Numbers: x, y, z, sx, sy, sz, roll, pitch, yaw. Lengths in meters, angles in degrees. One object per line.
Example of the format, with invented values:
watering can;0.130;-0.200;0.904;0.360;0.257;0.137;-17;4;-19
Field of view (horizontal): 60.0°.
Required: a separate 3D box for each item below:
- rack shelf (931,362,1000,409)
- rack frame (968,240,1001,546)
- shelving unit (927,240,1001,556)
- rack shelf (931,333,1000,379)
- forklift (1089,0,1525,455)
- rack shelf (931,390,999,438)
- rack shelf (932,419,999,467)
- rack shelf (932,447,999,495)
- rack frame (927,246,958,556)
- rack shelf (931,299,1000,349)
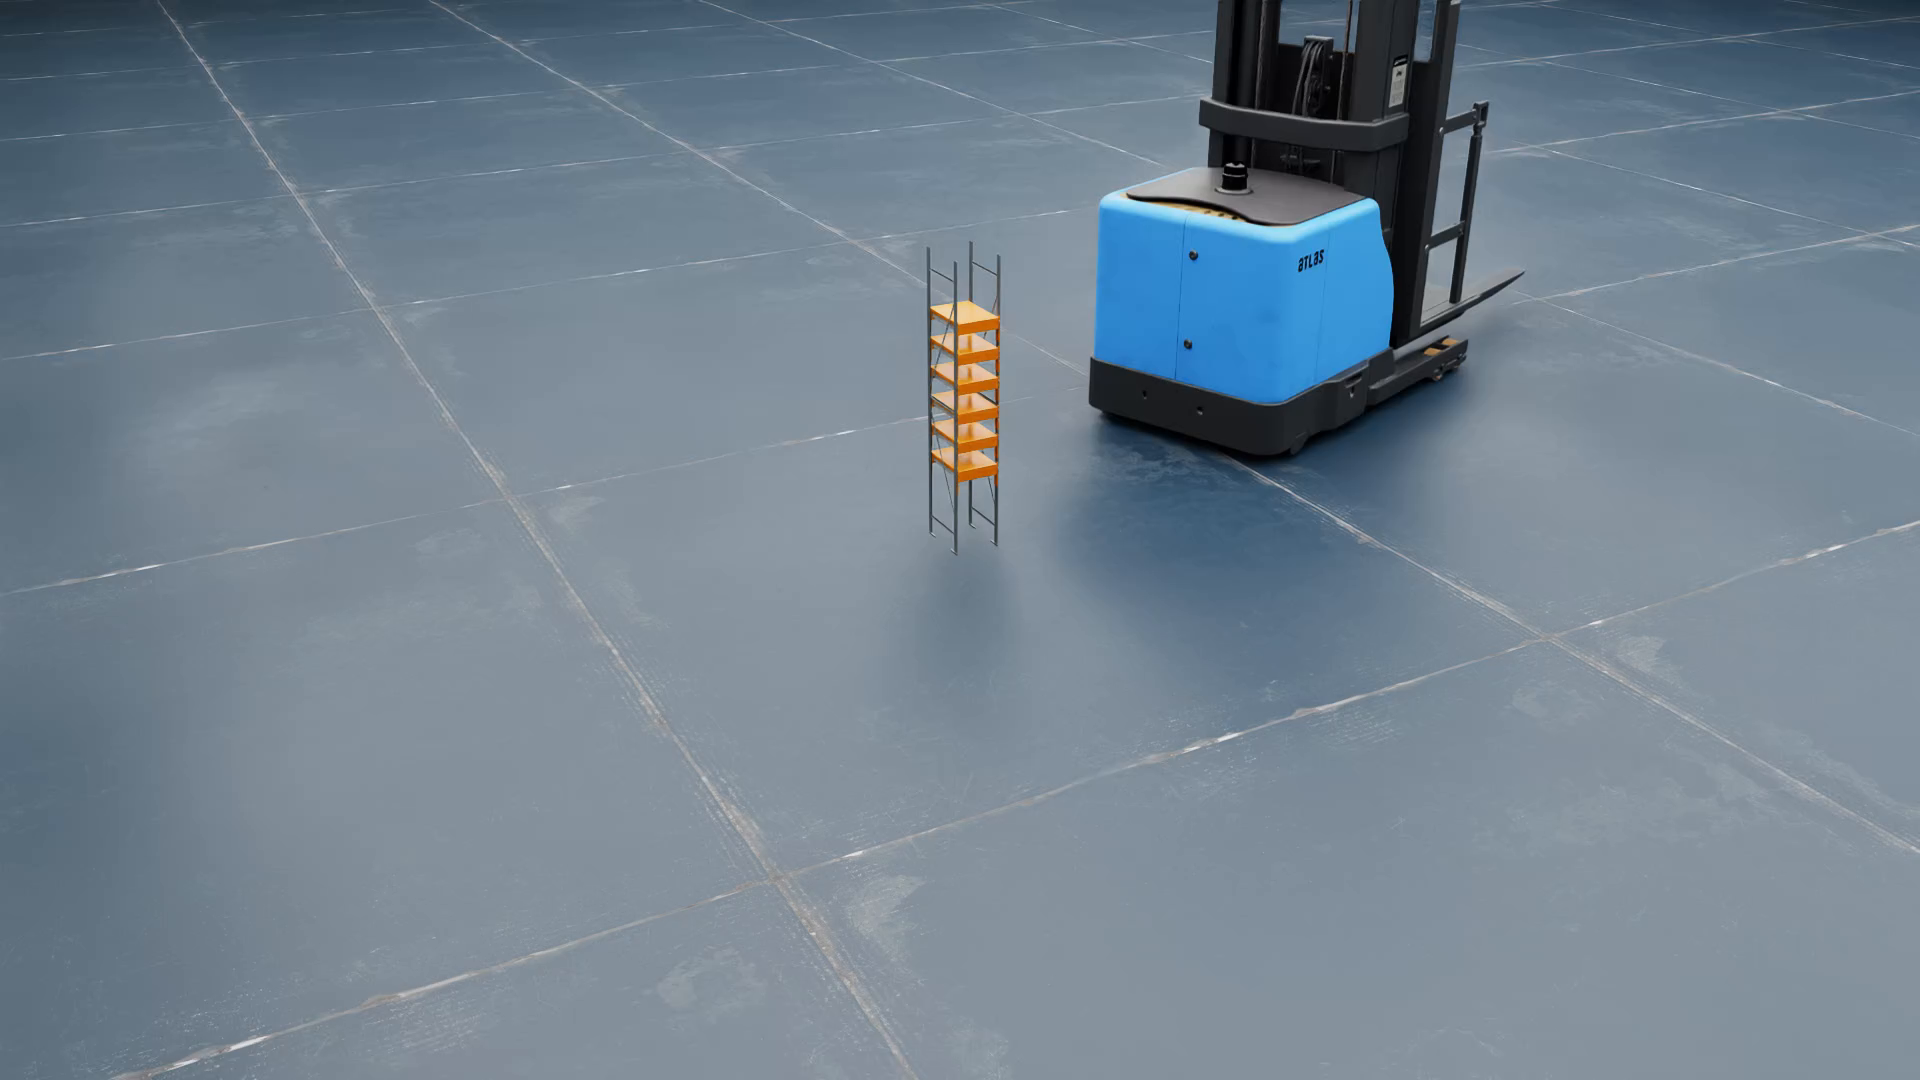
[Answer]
rack shelf;0.013;-0.612;6.464;0.180;0.103;0.258;-13;29;-25
rack frame;0.093;-0.562;6.535;0.006;1.200;0.240;-13;29;-25
shelving unit;0.013;-0.544;6.496;0.189;1.200;0.258;-13;29;-25
rack shelf;0.013;-0.720;6.412;0.180;0.103;0.258;-13;29;-25
forklift;1.961;-2.254;8.058;1.130;2.935;3.031;21;32;36
rack shelf;0.013;-0.504;6.516;0.180;0.103;0.258;-13;29;-25
rack shelf;0.013;-0.396;6.568;0.180;0.103;0.258;-13;29;-25
rack shelf;0.013;-0.287;6.620;0.180;0.103;0.258;-13;29;-25
rack frame;-0.068;-0.525;6.458;0.006;1.200;0.240;-13;29;-25
rack shelf;0.013;-0.828;6.360;0.180;0.103;0.258;-13;29;-25
